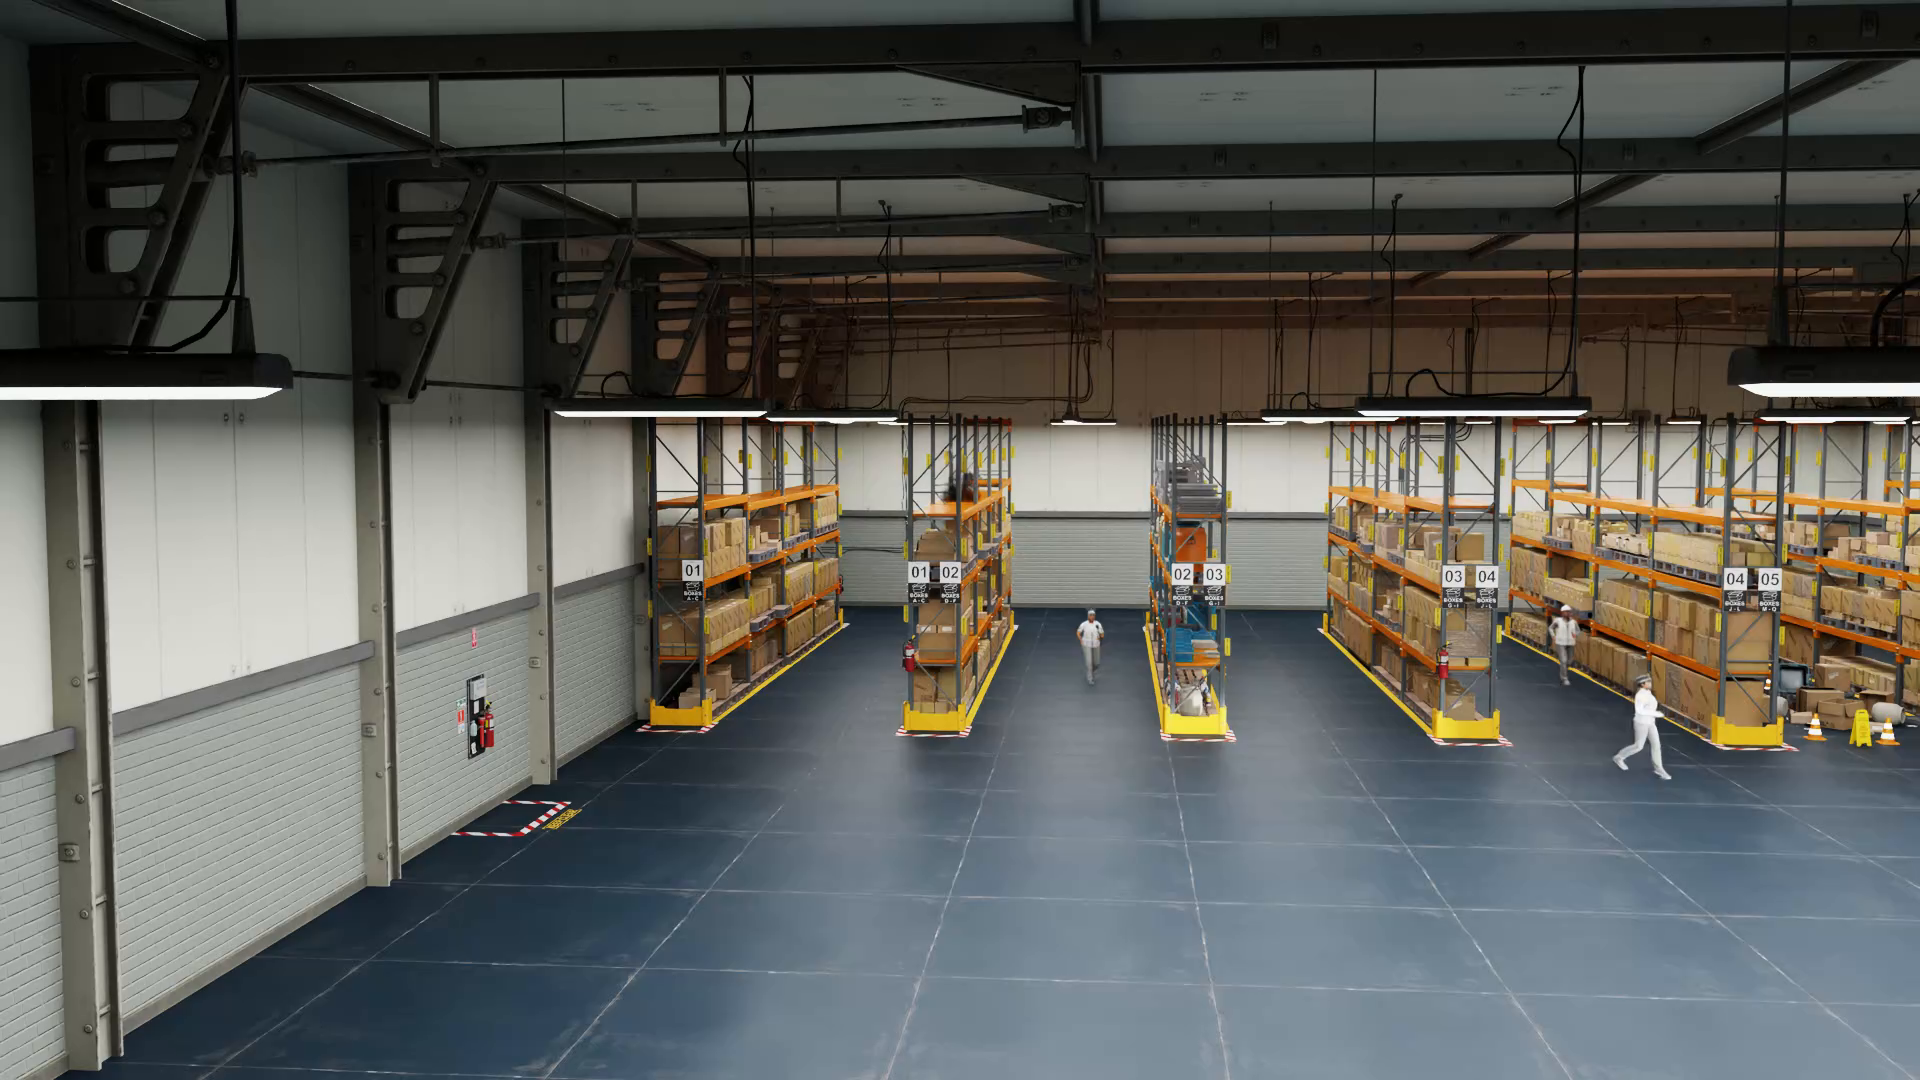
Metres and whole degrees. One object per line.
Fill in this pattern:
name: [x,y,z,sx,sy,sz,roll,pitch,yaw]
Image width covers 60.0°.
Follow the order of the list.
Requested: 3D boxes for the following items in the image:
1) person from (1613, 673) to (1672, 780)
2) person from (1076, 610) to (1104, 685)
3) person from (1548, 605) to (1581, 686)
person: [11.228,3.034,27.323,0.923,1.714,0.624,3,5,42]
person: [2.938,2.394,37.336,0.620,1.632,0.803,0,4,-6]
person: [13.519,2.327,37.132,0.671,1.761,0.844,0,4,1]
